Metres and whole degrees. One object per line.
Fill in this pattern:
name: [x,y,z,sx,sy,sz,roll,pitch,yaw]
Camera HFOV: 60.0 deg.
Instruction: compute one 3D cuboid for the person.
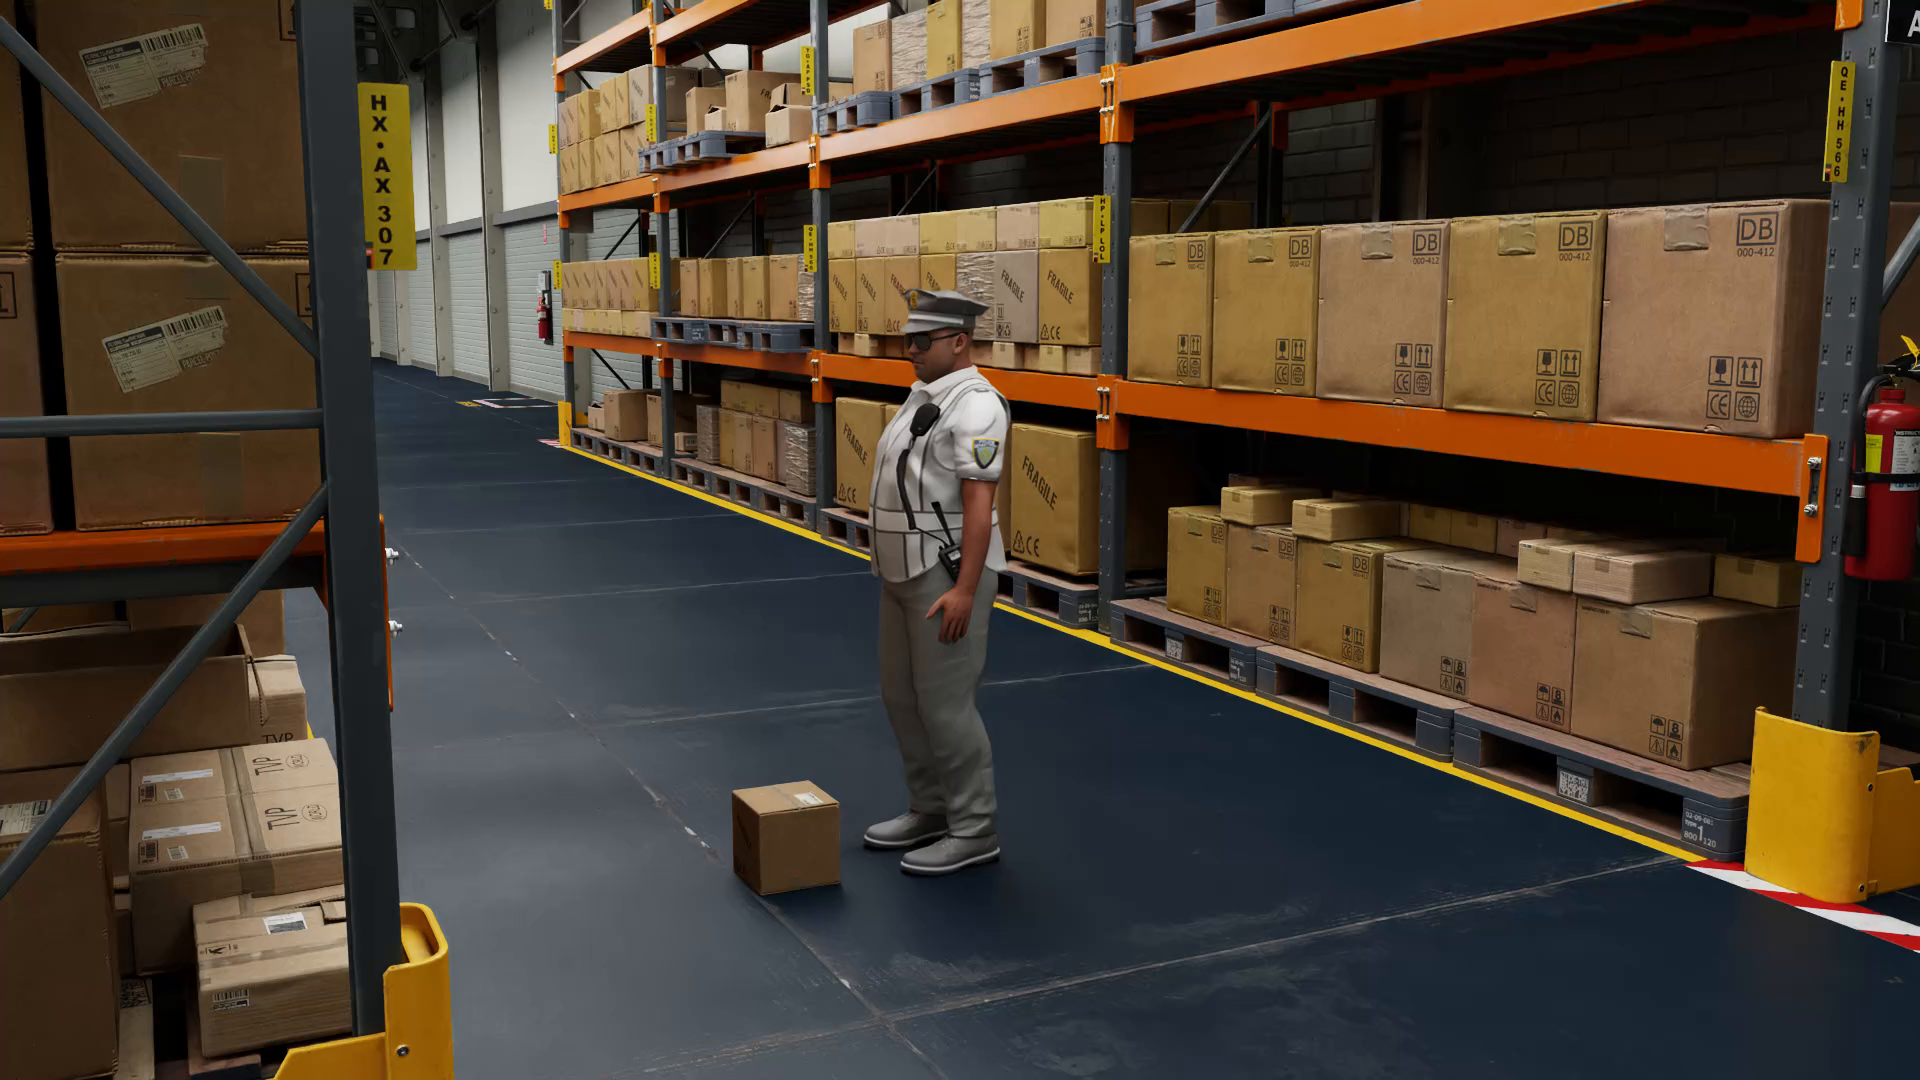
person: [-0.073,0.116,5.048,0.393,1.746,0.528,-4,9,-25]
